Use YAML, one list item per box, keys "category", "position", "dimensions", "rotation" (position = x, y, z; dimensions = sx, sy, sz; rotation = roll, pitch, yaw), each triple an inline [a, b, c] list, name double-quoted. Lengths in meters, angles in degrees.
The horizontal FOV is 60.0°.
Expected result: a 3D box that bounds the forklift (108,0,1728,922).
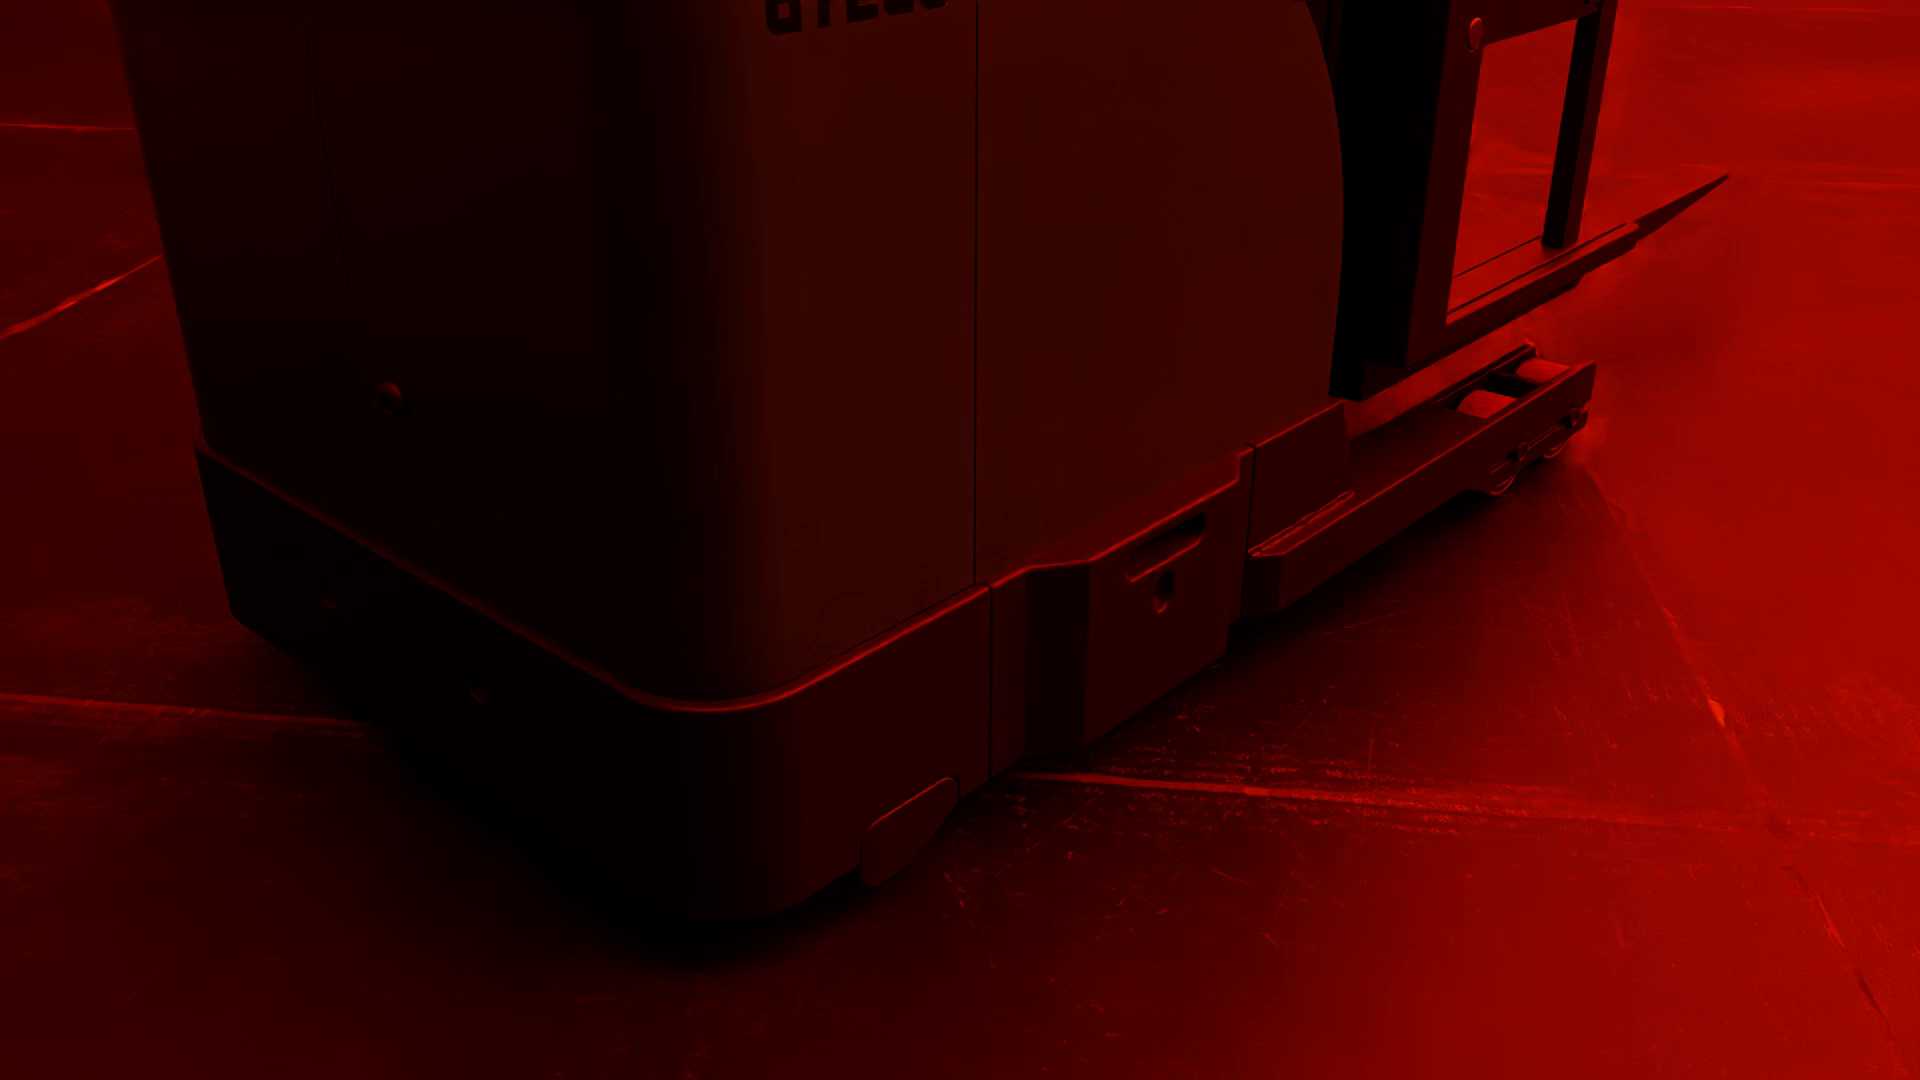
- category: "forklift"
  position: [0.405, -1.517, 2.258]
  dimensions: [1.130, 2.935, 3.031]
  rotation: [22, 34, 37]
